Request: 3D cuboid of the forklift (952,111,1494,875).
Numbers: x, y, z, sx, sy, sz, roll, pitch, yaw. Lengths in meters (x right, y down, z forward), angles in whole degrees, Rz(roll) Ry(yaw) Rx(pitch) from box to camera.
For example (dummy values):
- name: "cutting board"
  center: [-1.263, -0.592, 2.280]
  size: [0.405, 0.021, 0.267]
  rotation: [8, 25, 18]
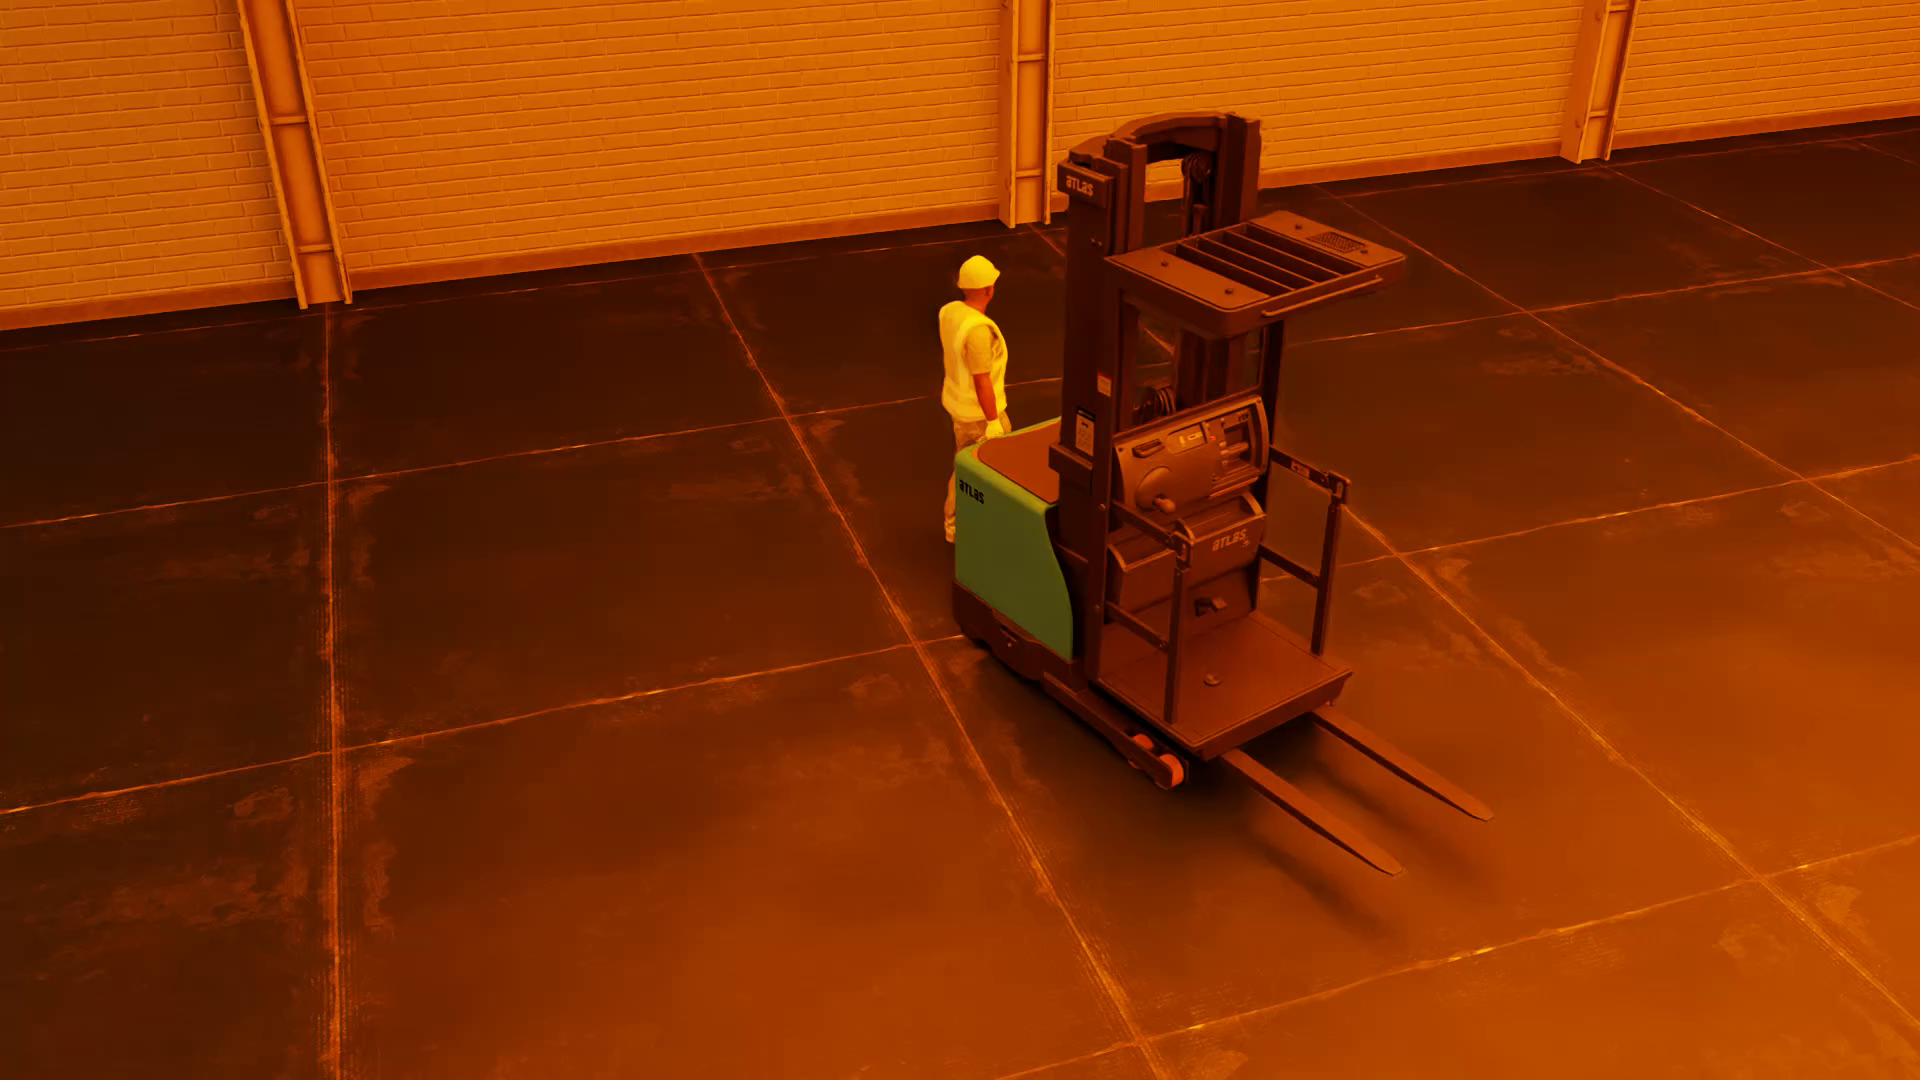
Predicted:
- name: "forklift"
  center: [1.230, -0.356, 7.706]
  size: [1.130, 2.935, 3.031]
  rotation: [-20, 35, -31]

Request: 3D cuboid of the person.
- name: "person"
  center: [0.191, -0.801, 9.657]
  size: [0.582, 1.778, 0.729]
  rotation: [-12, 32, -20]
